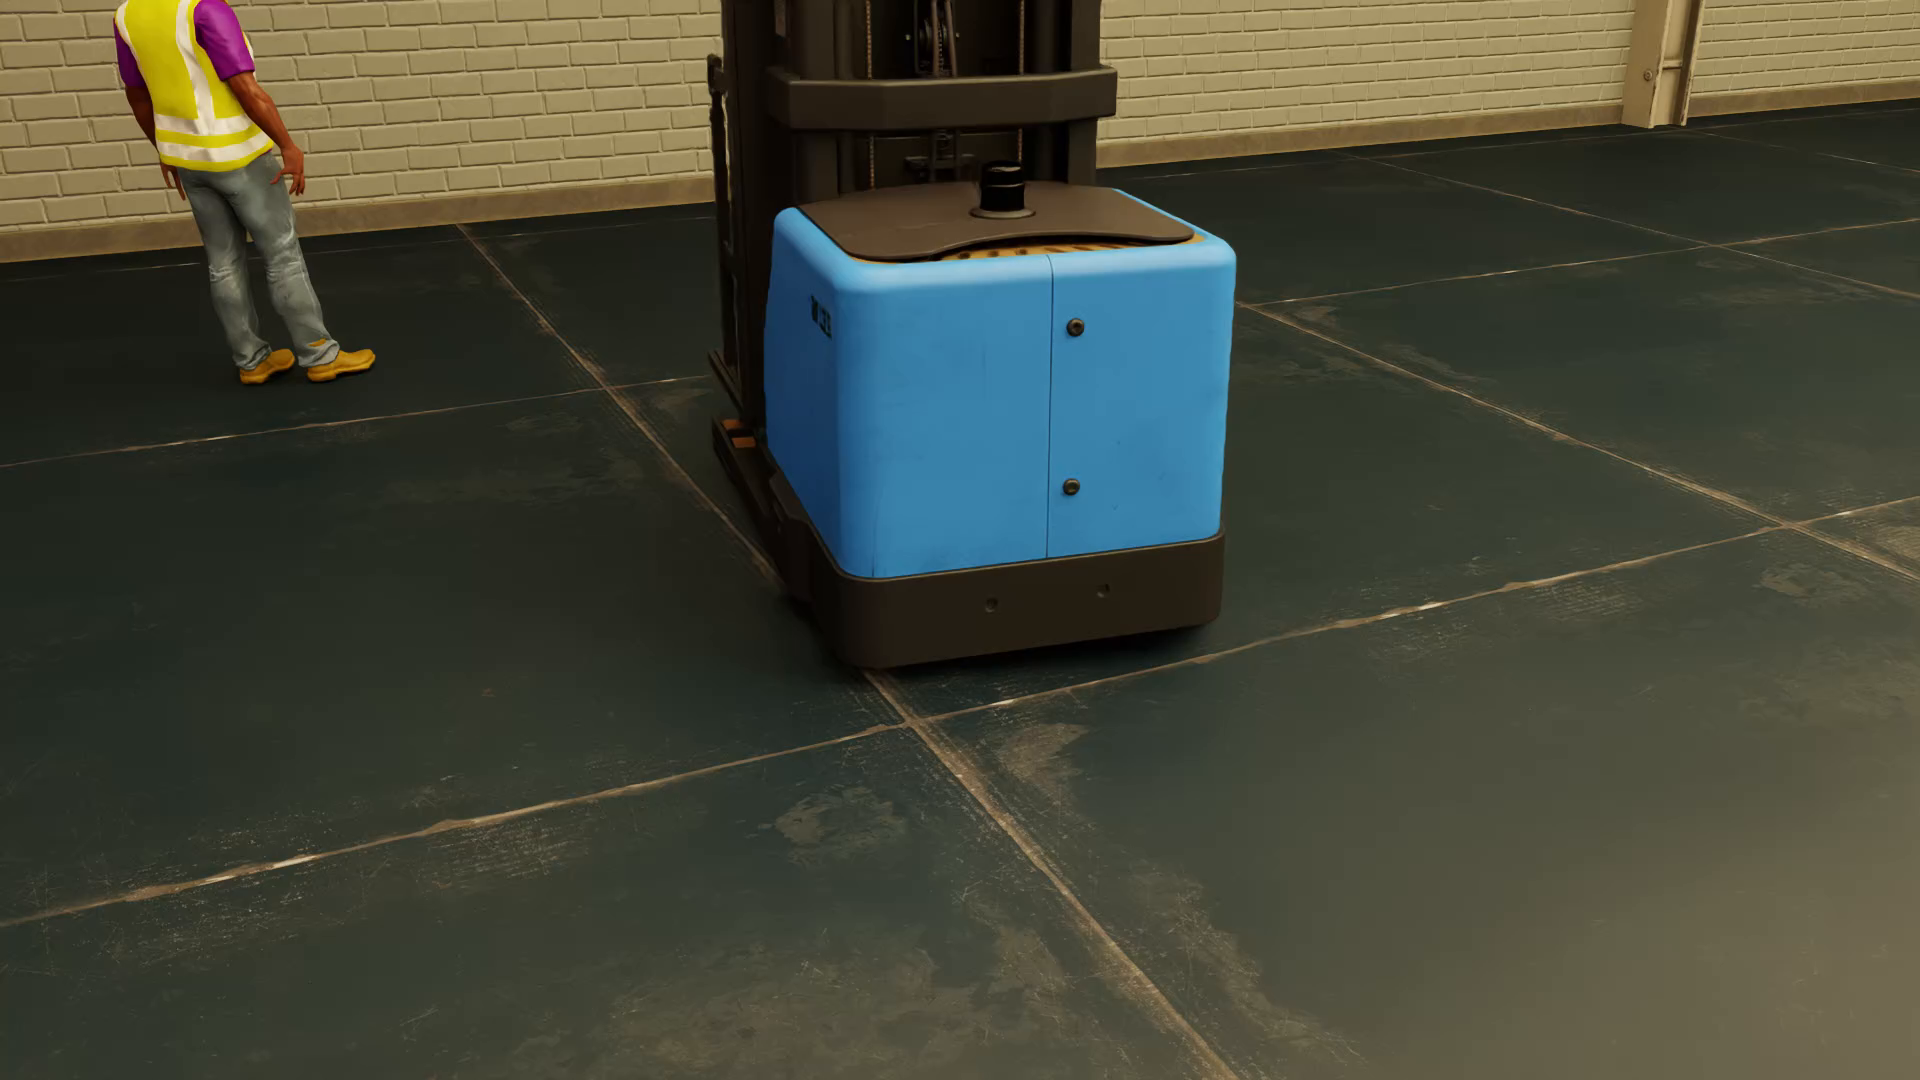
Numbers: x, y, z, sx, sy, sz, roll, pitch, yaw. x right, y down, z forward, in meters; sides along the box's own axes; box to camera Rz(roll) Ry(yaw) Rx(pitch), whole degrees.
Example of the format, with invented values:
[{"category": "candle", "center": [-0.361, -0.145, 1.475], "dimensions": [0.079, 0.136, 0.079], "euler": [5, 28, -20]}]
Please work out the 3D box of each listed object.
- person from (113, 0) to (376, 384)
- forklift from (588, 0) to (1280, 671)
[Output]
[{"category": "person", "center": [-2.761, -1.476, 6.339], "dimensions": [0.666, 1.765, 0.579], "euler": [8, 24, 19]}, {"category": "forklift", "center": [-0.370, -1.544, 5.002], "dimensions": [1.130, 2.935, 3.031], "euler": [-13, 26, -29]}]
